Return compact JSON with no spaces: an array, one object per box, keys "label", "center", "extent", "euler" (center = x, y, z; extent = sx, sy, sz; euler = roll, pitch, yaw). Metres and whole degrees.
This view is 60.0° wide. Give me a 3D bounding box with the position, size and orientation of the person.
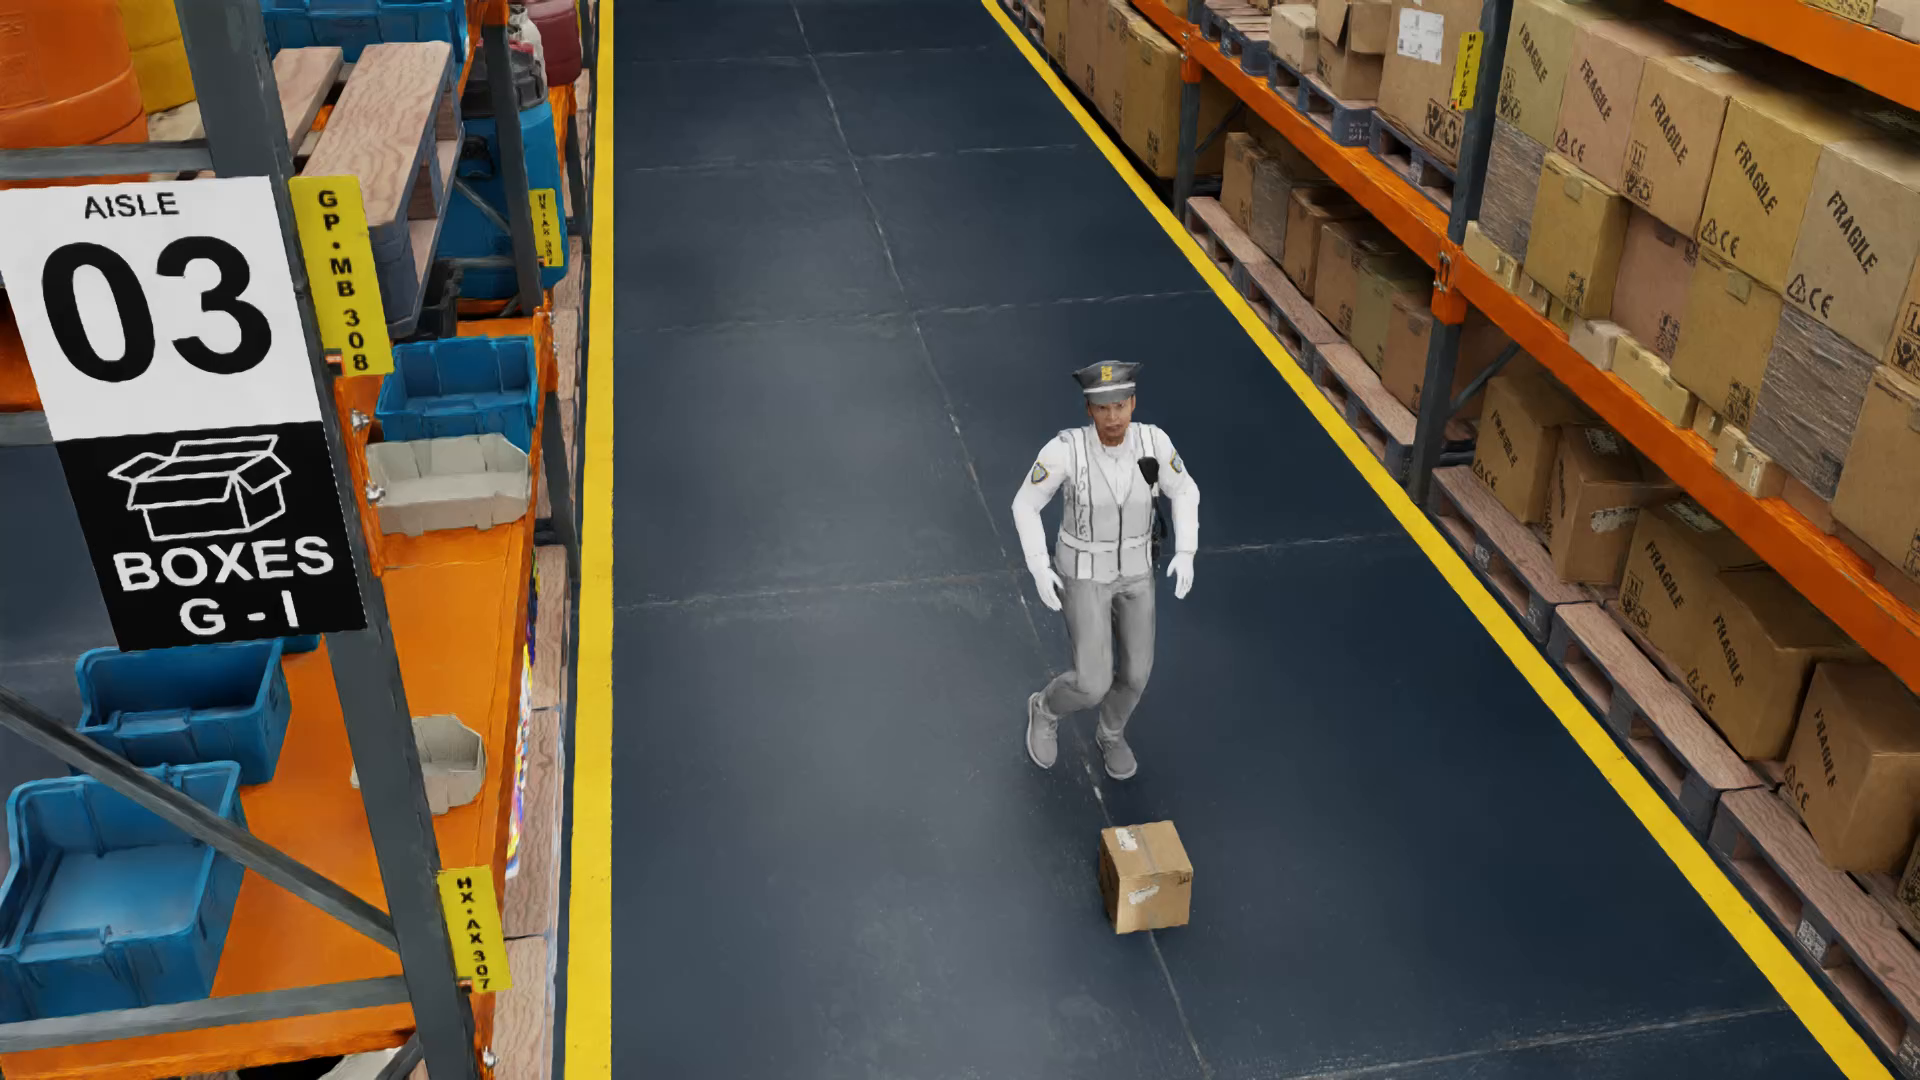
[{"label":"person","center":[0.559,0.131,5.922],"extent":[0.660,1.667,0.467],"euler":[-11,33,-18]}]
